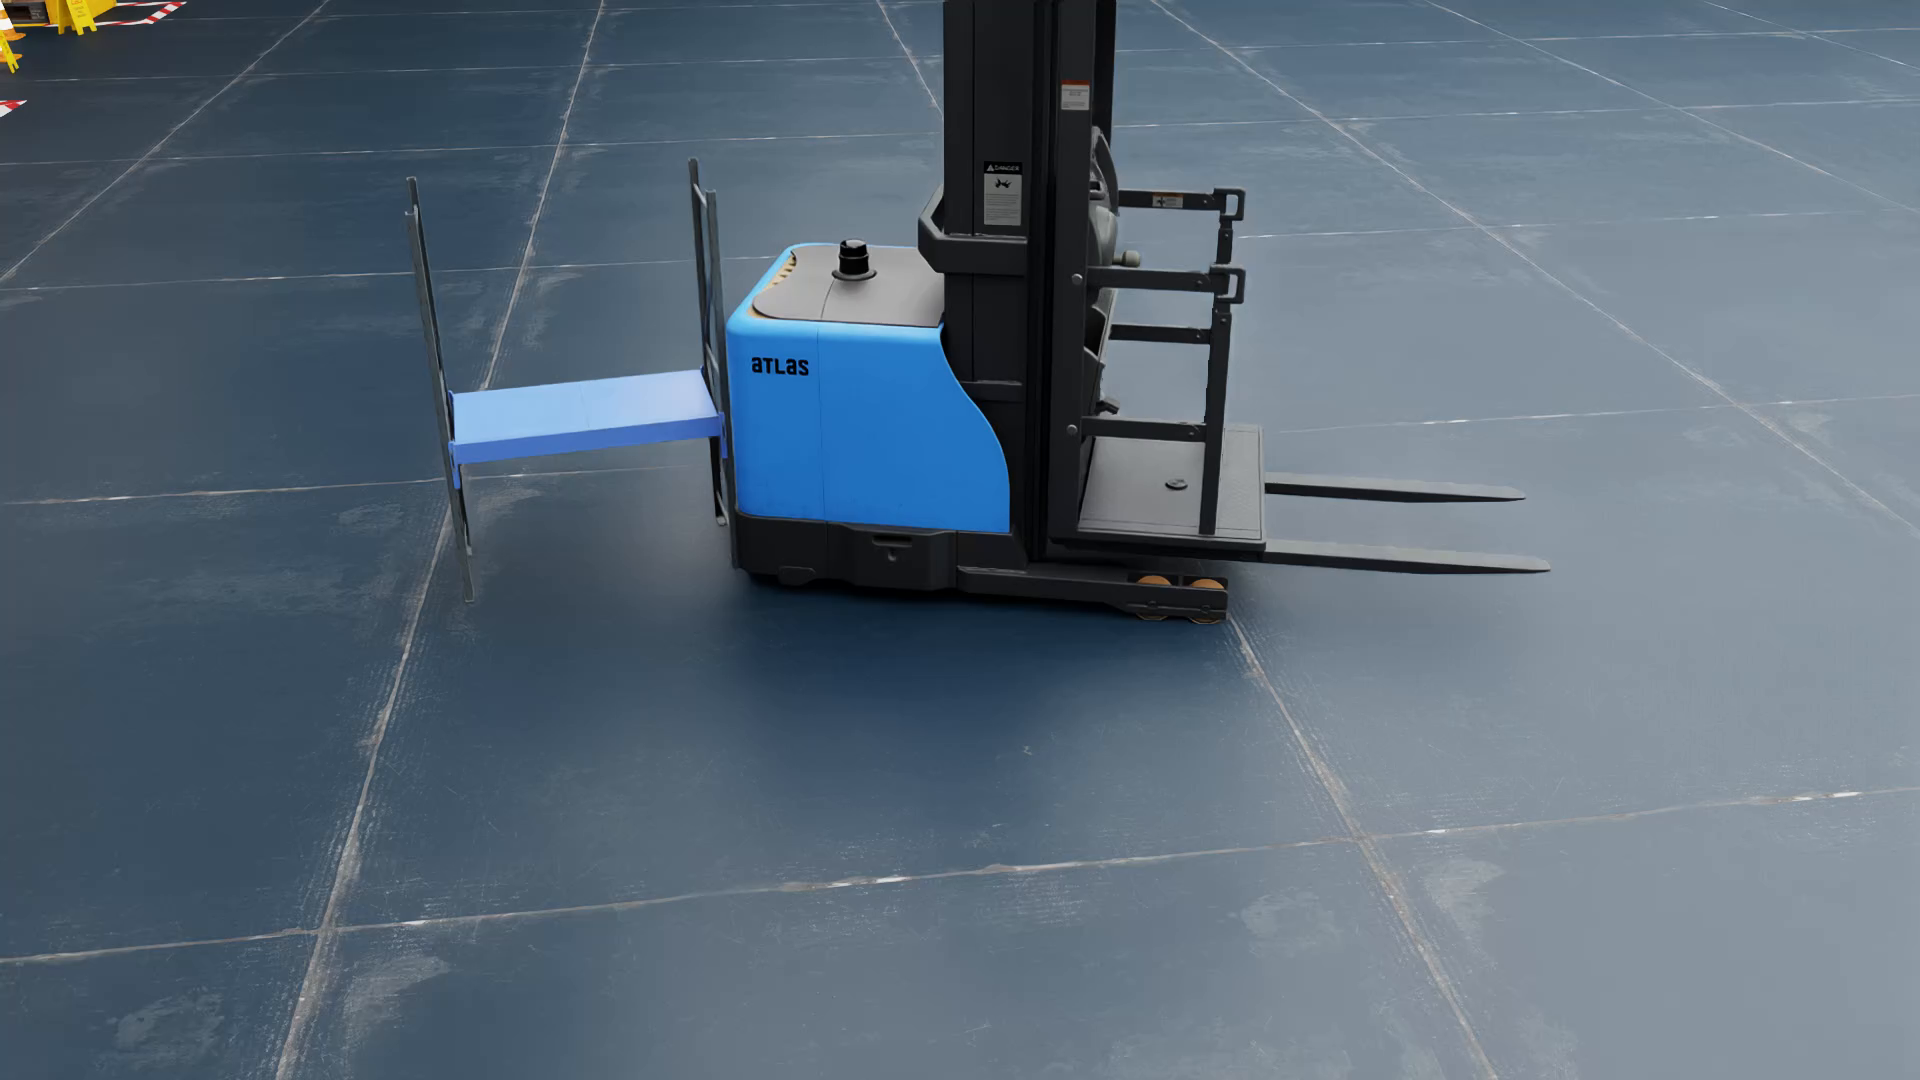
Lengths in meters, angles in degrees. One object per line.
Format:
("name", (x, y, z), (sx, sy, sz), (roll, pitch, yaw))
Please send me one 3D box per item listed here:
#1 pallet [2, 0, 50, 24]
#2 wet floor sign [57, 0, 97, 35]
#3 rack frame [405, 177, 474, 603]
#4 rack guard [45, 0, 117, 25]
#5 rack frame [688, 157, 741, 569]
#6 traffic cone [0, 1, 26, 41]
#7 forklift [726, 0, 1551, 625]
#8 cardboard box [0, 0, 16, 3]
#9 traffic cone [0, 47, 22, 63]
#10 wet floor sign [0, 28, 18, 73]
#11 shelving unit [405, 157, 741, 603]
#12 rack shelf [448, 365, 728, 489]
("pallet", (-10.061, -5.612, 17.457), (1.213, 0.211, 1.003), (-4, 27, -7))
("wet floor sign", (-8.839, -5.374, 16.517), (0.232, 0.644, 0.267), (6, 28, 11))
("rack frame", (-1.921, -0.539, 6.158), (0.032, 1.500, 0.500), (-7, 28, -14))
("rack guard", (-9.251, -5.776, 17.460), (0.348, 0.500, 1.175), (-4, 27, -7))
("rack frame", (-0.944, -0.667, 6.406), (0.032, 1.500, 0.500), (-7, 28, -14))
("traffic cone", (-9.422, -5.154, 16.288), (0.334, 0.463, 0.336), (-4, 27, -7))
("forklift", (0.704, -1.251, 5.977), (3.031, 2.935, 1.130), (4, 27, 8))
("cardboard box", (-9.963, -5.682, 17.091), (0.500, 0.250, 0.500), (-4, 27, -7))
("traffic cone", (-8.931, -4.674, 15.352), (0.334, 0.463, 0.336), (-4, 27, -7))
("wet floor sign", (-8.633, -4.512, 14.836), (0.232, 0.644, 0.267), (-8, 28, -16))
("shelving unit", (-1.432, -0.603, 6.282), (1.048, 1.500, 0.538), (-7, 28, -14))
("rack shelf", (-1.432, -0.443, 6.364), (1.000, 0.185, 0.538), (-7, 28, -14))
